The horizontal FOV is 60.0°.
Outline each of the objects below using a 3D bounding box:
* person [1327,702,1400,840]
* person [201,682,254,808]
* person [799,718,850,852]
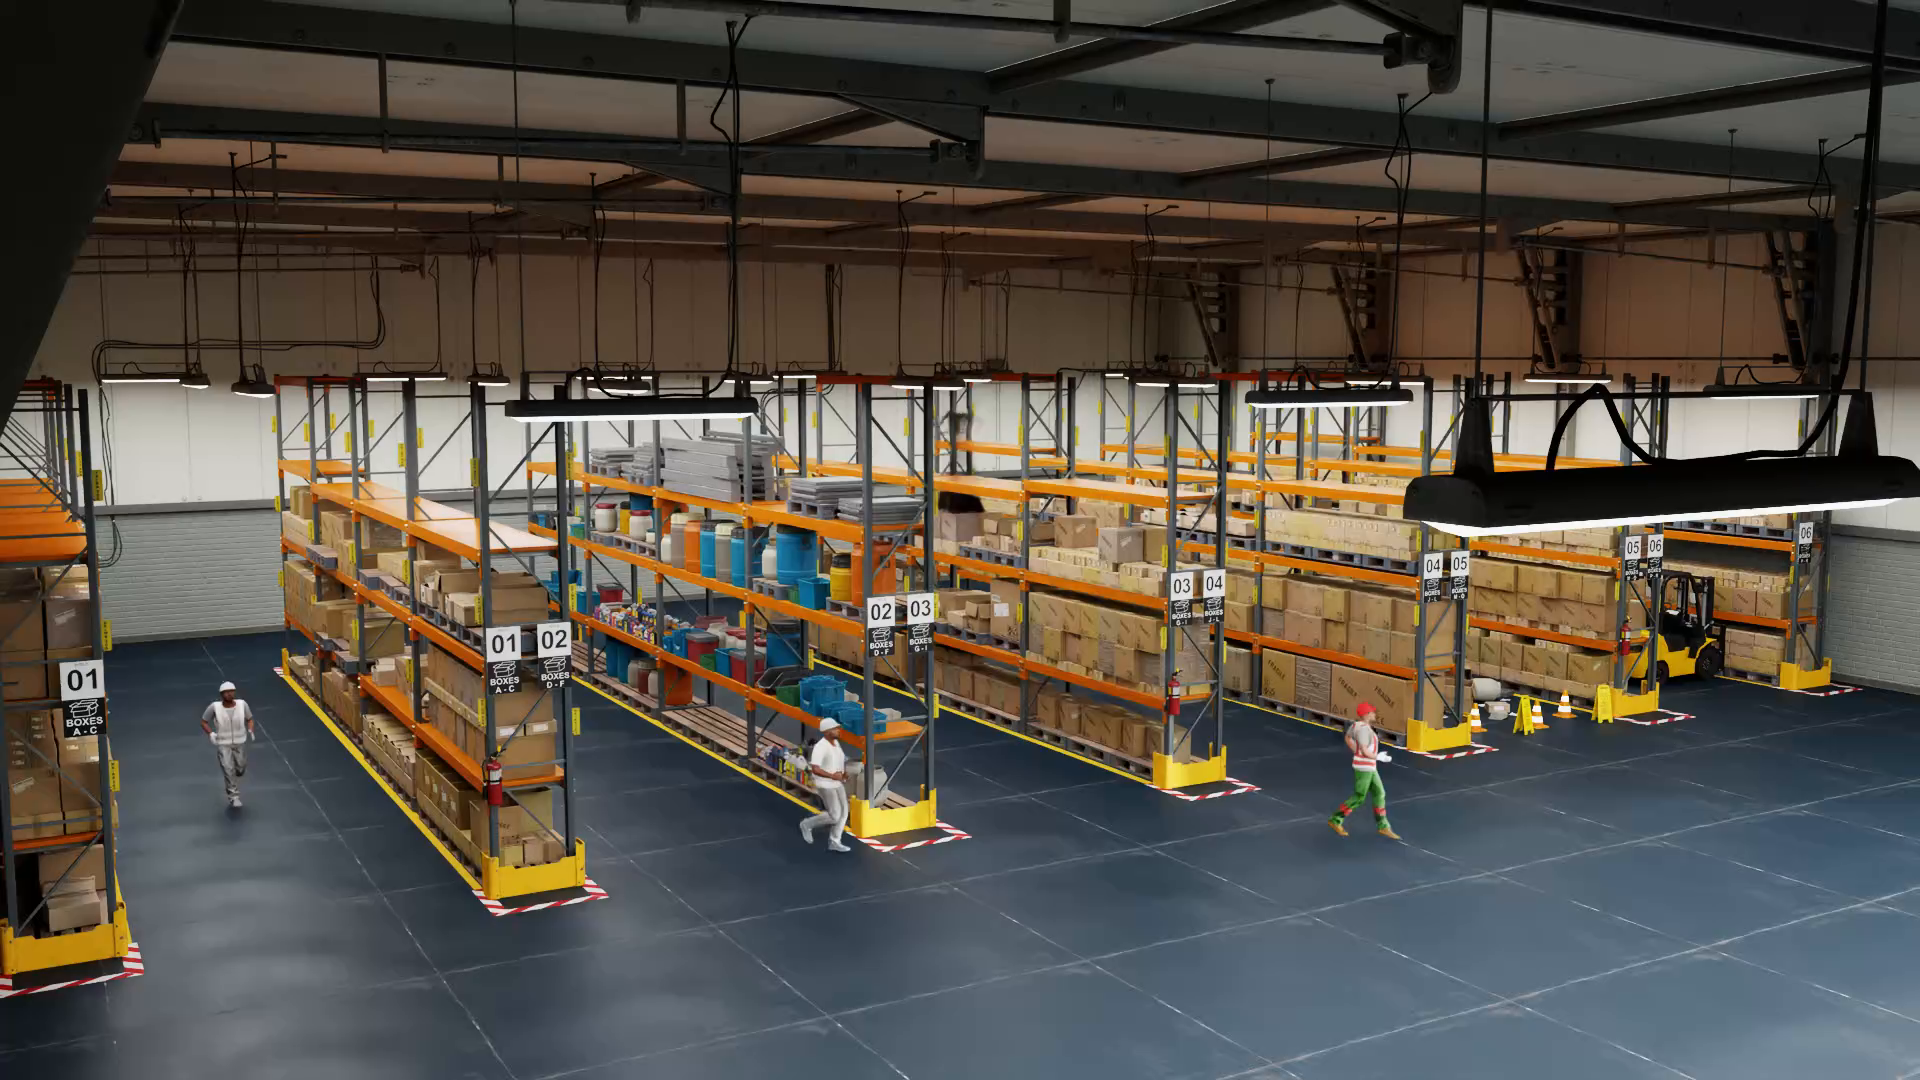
[{"bbox_3d":[5.348,3.037,21.943,0.945,1.800,0.698,1,6,13],"label":"person"},{"bbox_3d":[-10.396,2.886,23.654,0.681,1.759,0.778,-4,8,-35],"label":"person"},{"bbox_3d":[-1.715,3.136,21.378,0.687,1.728,0.699,2,7,18],"label":"person"}]
